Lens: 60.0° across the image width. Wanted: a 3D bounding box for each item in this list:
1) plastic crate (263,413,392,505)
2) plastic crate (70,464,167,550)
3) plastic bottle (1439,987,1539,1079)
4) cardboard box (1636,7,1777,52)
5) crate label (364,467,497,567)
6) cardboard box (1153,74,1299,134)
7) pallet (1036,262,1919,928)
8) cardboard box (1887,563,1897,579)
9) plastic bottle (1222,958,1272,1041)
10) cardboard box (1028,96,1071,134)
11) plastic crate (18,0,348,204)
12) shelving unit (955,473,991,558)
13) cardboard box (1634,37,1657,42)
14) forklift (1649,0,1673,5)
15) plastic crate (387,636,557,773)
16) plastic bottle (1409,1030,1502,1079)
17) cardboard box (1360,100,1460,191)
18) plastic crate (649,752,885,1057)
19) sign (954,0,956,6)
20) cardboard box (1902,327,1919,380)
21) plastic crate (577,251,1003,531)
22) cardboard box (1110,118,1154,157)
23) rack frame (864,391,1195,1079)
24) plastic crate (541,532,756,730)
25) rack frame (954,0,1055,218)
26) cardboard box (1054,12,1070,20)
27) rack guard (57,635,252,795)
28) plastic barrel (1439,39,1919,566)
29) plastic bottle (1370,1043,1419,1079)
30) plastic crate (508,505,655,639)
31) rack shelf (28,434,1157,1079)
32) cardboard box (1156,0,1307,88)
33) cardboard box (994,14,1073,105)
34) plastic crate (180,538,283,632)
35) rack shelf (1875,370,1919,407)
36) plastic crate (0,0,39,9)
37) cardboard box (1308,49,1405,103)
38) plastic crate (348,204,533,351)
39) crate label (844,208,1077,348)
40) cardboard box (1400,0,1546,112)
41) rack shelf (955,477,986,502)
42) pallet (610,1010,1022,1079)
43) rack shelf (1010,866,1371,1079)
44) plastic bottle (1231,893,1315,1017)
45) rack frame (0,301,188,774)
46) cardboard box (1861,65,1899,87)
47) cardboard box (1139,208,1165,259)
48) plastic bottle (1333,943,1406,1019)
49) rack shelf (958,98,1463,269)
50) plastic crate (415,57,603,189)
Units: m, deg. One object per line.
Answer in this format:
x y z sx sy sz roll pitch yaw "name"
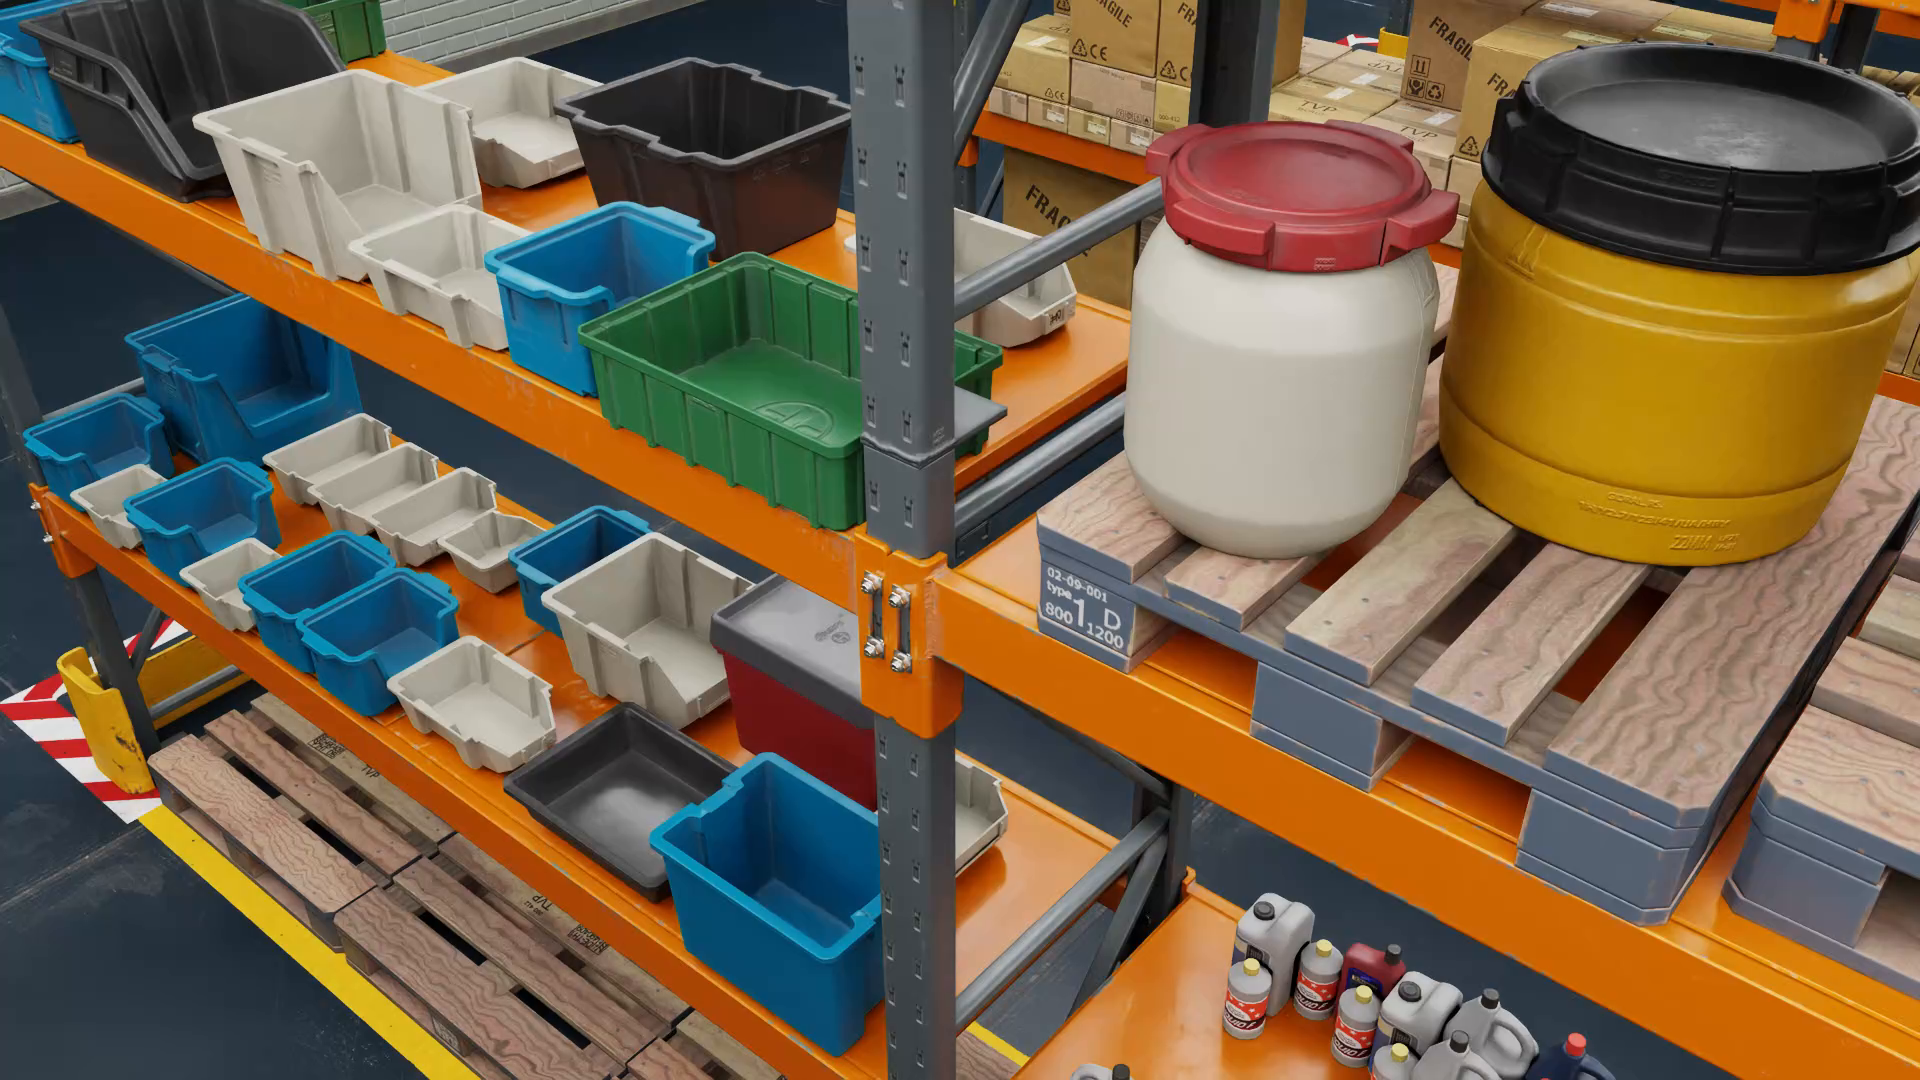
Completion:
-2.123 -0.262 5.662 0.243 0.136 0.396 25 42 32 "plastic crate"
-2.693 -0.094 5.417 0.298 0.136 0.250 25 42 32 "plastic crate"
1.124 1.097 3.547 0.185 0.351 0.144 25 42 32 "plastic bottle"
3.173 -1.923 7.108 0.500 0.500 0.500 25 42 32 "cardboard box"
-1.680 -0.061 5.369 0.243 0.136 0.396 25 42 32 "crate label"
1.287 -2.118 8.054 0.500 0.250 0.500 24 41 30 "cardboard box"
0.873 -0.031 2.663 1.003 0.211 1.213 25 42 32 "pallet"
3.882 -0.343 7.106 0.875 0.875 1.225 25 42 32 "cardboard box"
0.653 1.031 3.774 0.097 0.201 0.097 0 34 0 "plastic bottle"
0.563 -2.250 8.598 0.250 0.149 0.380 25 41 31 "cardboard box"
-1.867 -1.101 4.108 0.767 0.338 0.504 25 42 32 "plastic crate"
-0.127 -0.555 7.498 0.503 1.200 0.258 25 42 32 "shelving unit"
2.853 -1.689 6.767 0.500 0.500 0.500 27 42 33 "cardboard box"
4.001 -2.762 9.183 3.031 2.935 1.130 20 39 27 "forklift"
-1.322 0.470 4.596 0.466 0.136 0.293 25 42 32 "plastic crate"
1.032 1.160 3.455 0.185 0.351 0.144 25 42 32 "plastic bottle"
2.078 -1.747 7.513 0.500 0.250 0.500 26 42 33 "cardboard box"
-0.369 0.847 3.828 0.575 0.384 0.392 25 42 32 "plastic crate"
-0.056 -2.868 8.442 0.005 0.325 0.100 25 42 32 "sign"
3.958 -0.853 6.254 0.500 0.500 0.500 25 42 32 "cardboard box"
-0.311 -0.285 3.053 0.662 0.188 0.450 25 42 32 "plastic crate"
0.961 -2.063 8.326 0.250 0.149 0.380 25 41 31 "cardboard box"
0.208 0.886 3.810 0.127 3.000 1.000 25 42 32 "rack frame"
-0.847 0.277 4.749 0.530 0.282 0.437 25 42 32 "plastic crate"
0.303 -2.718 9.058 0.127 3.000 1.000 25 42 32 "rack frame"
0.846 -2.718 8.928 0.500 0.250 0.500 25 41 31 "cardboard box"
-2.892 0.465 6.632 0.348 0.500 1.175 25 42 32 "rack guard"
1.040 -0.359 2.436 0.600 0.588 0.600 0 34 0 "plastic barrel"
0.933 1.163 3.582 0.097 0.201 0.097 0 34 0 "plastic bottle"
-1.123 0.114 5.029 0.300 0.233 0.416 25 42 32 "plastic crate"
-1.329 0.458 5.069 4.000 0.370 1.077 25 42 32 "rack shelf"
1.286 -2.430 7.846 0.500 0.500 0.500 24 41 31 "cardboard box"
0.499 -2.487 8.592 0.500 0.250 0.500 24 41 31 "cardboard box"
-2.172 0.152 5.059 0.298 0.136 0.250 25 42 32 "plastic crate"
4.914 -0.248 6.097 4.000 0.370 1.077 25 42 32 "rack shelf"
-2.748 -1.485 4.728 0.590 0.269 0.497 25 42 32 "plastic crate"
2.029 -2.163 8.120 0.500 0.250 0.500 25 42 32 "cardboard box"
-1.013 -0.537 3.465 0.466 0.136 0.293 25 42 32 "plastic crate"
0.017 -0.545 3.477 0.466 0.136 0.293 25 42 32 "crate label"
2.397 -2.292 7.645 0.500 0.500 0.500 24 41 30 "cardboard box"
-0.127 -0.335 7.648 0.480 0.148 0.258 25 42 32 "rack shelf"
-0.382 1.786 4.963 1.213 0.211 1.003 25 42 32 "pallet"
1.745 1.907 2.959 4.000 0.370 1.077 25 42 32 "rack shelf"
0.718 0.939 3.842 0.135 0.276 0.152 25 42 32 "plastic bottle"
-2.866 -0.563 5.920 0.127 3.000 1.000 25 42 32 "rack frame"
6.097 -3.044 11.154 0.250 0.149 0.380 25 41 31 "cardboard box"
1.546 -1.488 8.773 0.875 0.875 0.875 25 42 32 "cardboard box"
0.925 1.000 3.747 0.133 0.283 0.061 25 42 32 "plastic bottle"
1.840 -1.697 8.206 4.000 0.370 1.077 25 42 32 "rack shelf"
-1.119 -1.050 4.213 0.530 0.136 0.437 25 42 32 "plastic crate"
